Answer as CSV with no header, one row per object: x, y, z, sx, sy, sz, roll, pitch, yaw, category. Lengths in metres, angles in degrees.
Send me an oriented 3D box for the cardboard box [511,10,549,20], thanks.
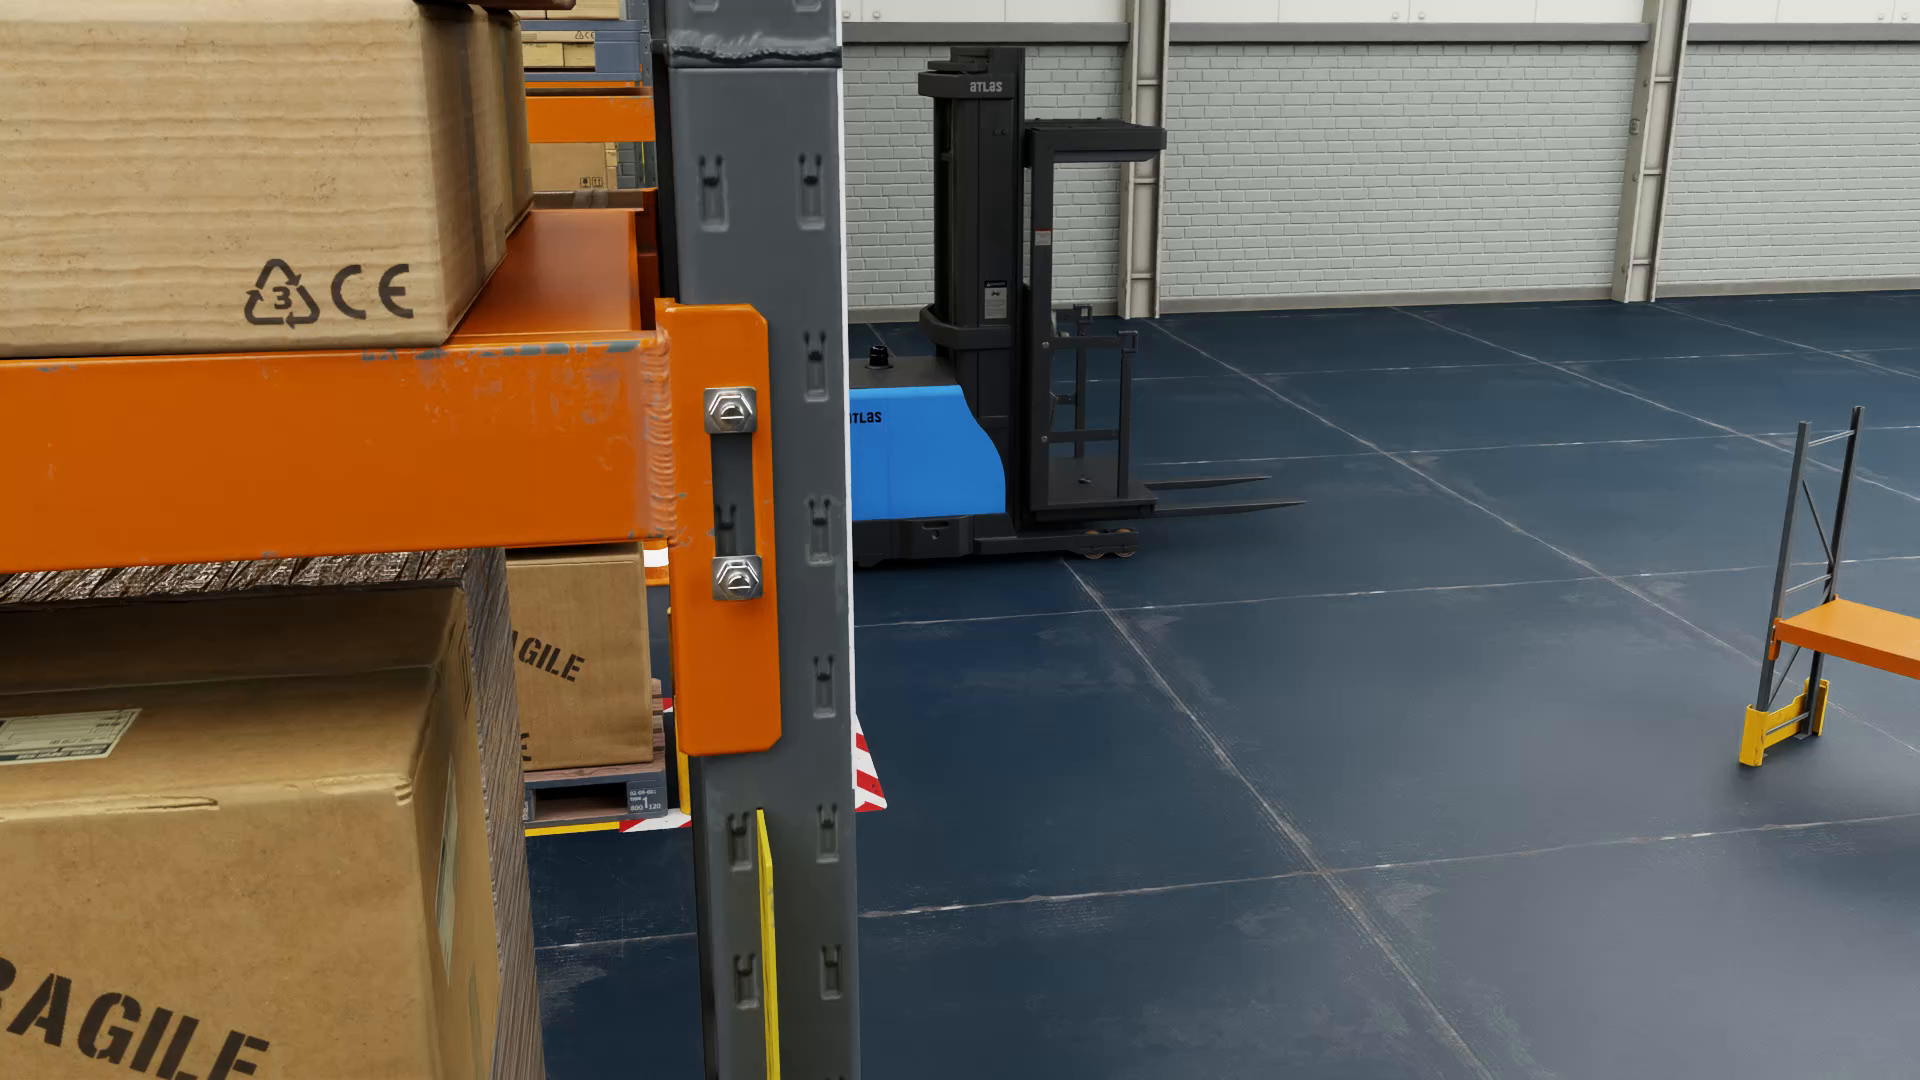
-1.597,-1.928,5.915,0.250,0.149,0.380,-3,17,-10,cardboard box

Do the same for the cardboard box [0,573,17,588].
-1.329,0.249,2.011,0.500,0.500,0.500,-3,17,-10,cardboard box

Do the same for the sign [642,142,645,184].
-2.040,-2.461,10.704,0.005,0.325,0.100,-3,17,-10,sign

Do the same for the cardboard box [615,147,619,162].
-3.453,-3.762,16.176,0.250,0.149,0.380,-4,17,-12,cardboard box

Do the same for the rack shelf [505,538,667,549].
-3.051,-0.041,6.561,4.000,0.370,1.077,-3,17,-10,rack shelf

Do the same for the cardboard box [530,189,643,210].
-1.459,-1.074,6.606,0.550,0.550,0.875,-3,17,-10,cardboard box

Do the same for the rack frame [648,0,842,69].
-0.245,-1.928,1.263,0.127,3.000,1.000,-3,17,-10,rack frame

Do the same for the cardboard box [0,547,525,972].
-0.837,0.224,2.095,0.500,0.500,0.500,-3,17,-10,cardboard box

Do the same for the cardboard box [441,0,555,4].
-0.459,-0.508,1.324,0.250,0.149,0.380,-3,17,-10,cardboard box

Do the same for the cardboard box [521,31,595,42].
-2.577,-3.316,10.638,0.500,0.250,0.500,-3,17,-11,cardboard box

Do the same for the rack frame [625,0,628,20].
-3.071,-6.216,15.223,0.127,3.000,1.000,-3,17,-10,rack frame

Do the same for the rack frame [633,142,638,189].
-3.071,-3.348,16.104,0.127,3.000,1.000,-3,17,-10,rack frame

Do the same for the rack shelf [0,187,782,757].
-2.209,-0.039,1.447,4.000,0.370,1.077,-3,17,-10,rack shelf

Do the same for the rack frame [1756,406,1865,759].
3.620,0.197,7.117,0.500,1.500,0.032,-13,21,-36,rack frame

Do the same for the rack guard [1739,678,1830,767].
3.621,0.795,7.299,0.587,0.250,0.087,-13,21,-36,rack guard

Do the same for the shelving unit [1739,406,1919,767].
3.924,0.313,6.738,0.587,1.500,1.083,-13,21,-36,shelving unit

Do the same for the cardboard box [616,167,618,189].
-3.610,-3.448,16.260,0.500,0.500,0.500,-3,17,-9,cardboard box

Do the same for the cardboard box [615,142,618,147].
-3.441,-3.891,16.090,0.250,0.149,0.380,-4,17,-12,cardboard box

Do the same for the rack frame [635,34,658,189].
-2.125,-1.917,11.445,0.127,3.000,1.000,-3,17,-10,rack frame

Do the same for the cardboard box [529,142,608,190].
-2.585,-2.494,10.943,0.500,0.500,0.700,-4,17,-12,cardboard box

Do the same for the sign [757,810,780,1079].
-0.160,0.396,1.403,0.005,0.325,0.100,-3,17,-10,sign

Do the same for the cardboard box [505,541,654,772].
-1.740,0.376,6.883,0.875,0.875,0.875,-3,17,-10,cardboard box

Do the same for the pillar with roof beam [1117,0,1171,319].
2.783,-5.530,12.990,0.400,9.000,9.100,-3,17,-10,pillar with roof beam

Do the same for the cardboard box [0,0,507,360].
-0.670,-0.323,1.400,0.500,0.250,0.500,-3,17,-9,cardboard box

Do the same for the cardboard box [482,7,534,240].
-0.767,-0.470,1.881,0.500,0.250,0.500,-3,17,-9,cardboard box

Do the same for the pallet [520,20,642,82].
-1.813,-1.843,6.246,1.213,0.211,1.003,-3,17,-10,pallet

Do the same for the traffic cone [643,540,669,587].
-1.758,-0.008,9.549,0.334,0.463,0.336,-3,17,-10,traffic cone

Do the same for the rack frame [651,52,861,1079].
-0.245,0.939,2.144,0.127,3.000,1.000,-3,17,-10,rack frame

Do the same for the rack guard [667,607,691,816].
-1.063,0.698,7.189,0.348,0.500,1.175,-3,17,-10,rack guard

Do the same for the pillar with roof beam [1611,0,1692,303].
8.674,-5.864,14.078,0.400,9.000,9.100,-3,17,-10,pillar with roof beam

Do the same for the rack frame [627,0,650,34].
-2.125,-4.785,10.565,0.127,3.000,1.000,-3,17,-10,rack frame

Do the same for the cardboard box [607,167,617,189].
-3.504,-3.293,15.753,0.500,0.500,0.500,-4,17,-12,cardboard box

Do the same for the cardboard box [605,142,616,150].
-3.382,-3.767,15.687,0.250,0.149,0.380,-3,17,-10,cardboard box

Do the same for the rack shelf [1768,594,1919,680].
3.929,0.487,6.784,0.538,0.185,1.000,-13,21,-36,rack shelf

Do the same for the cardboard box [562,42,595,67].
-2.423,-3.131,10.715,0.250,0.149,0.380,-3,17,-10,cardboard box

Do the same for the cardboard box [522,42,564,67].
-2.661,-3.107,10.639,0.250,0.149,0.380,-3,17,-10,cardboard box

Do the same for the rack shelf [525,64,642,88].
-4.089,-2.896,10.748,4.000,0.370,1.077,-3,17,-10,rack shelf

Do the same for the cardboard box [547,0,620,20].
-1.349,-1.942,5.960,0.250,0.149,0.380,-3,17,-11,cardboard box

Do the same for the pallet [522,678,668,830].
-1.857,0.904,7.009,1.213,0.211,1.003,-3,17,-10,pallet

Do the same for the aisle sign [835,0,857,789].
-0.128,-0.220,1.492,0.004,0.787,0.394,-3,17,-10,aisle sign

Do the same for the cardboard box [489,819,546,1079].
-0.791,0.772,2.012,0.500,0.500,0.875,-3,17,-10,cardboard box

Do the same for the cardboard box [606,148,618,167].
-3.358,-3.606,15.668,0.250,0.149,0.380,-3,17,-10,cardboard box

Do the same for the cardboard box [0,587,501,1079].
-0.738,0.373,1.607,0.500,0.500,0.500,-3,17,-10,cardboard box

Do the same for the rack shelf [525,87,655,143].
-3.051,-1.475,6.120,4.000,0.370,1.077,-3,17,-10,rack shelf

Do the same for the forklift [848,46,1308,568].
0.612,-1.436,9.996,3.031,2.935,1.130,-3,17,-11,forklift

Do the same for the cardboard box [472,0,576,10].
-0.560,-0.665,1.834,0.250,0.149,0.380,-3,17,-11,cardboard box
